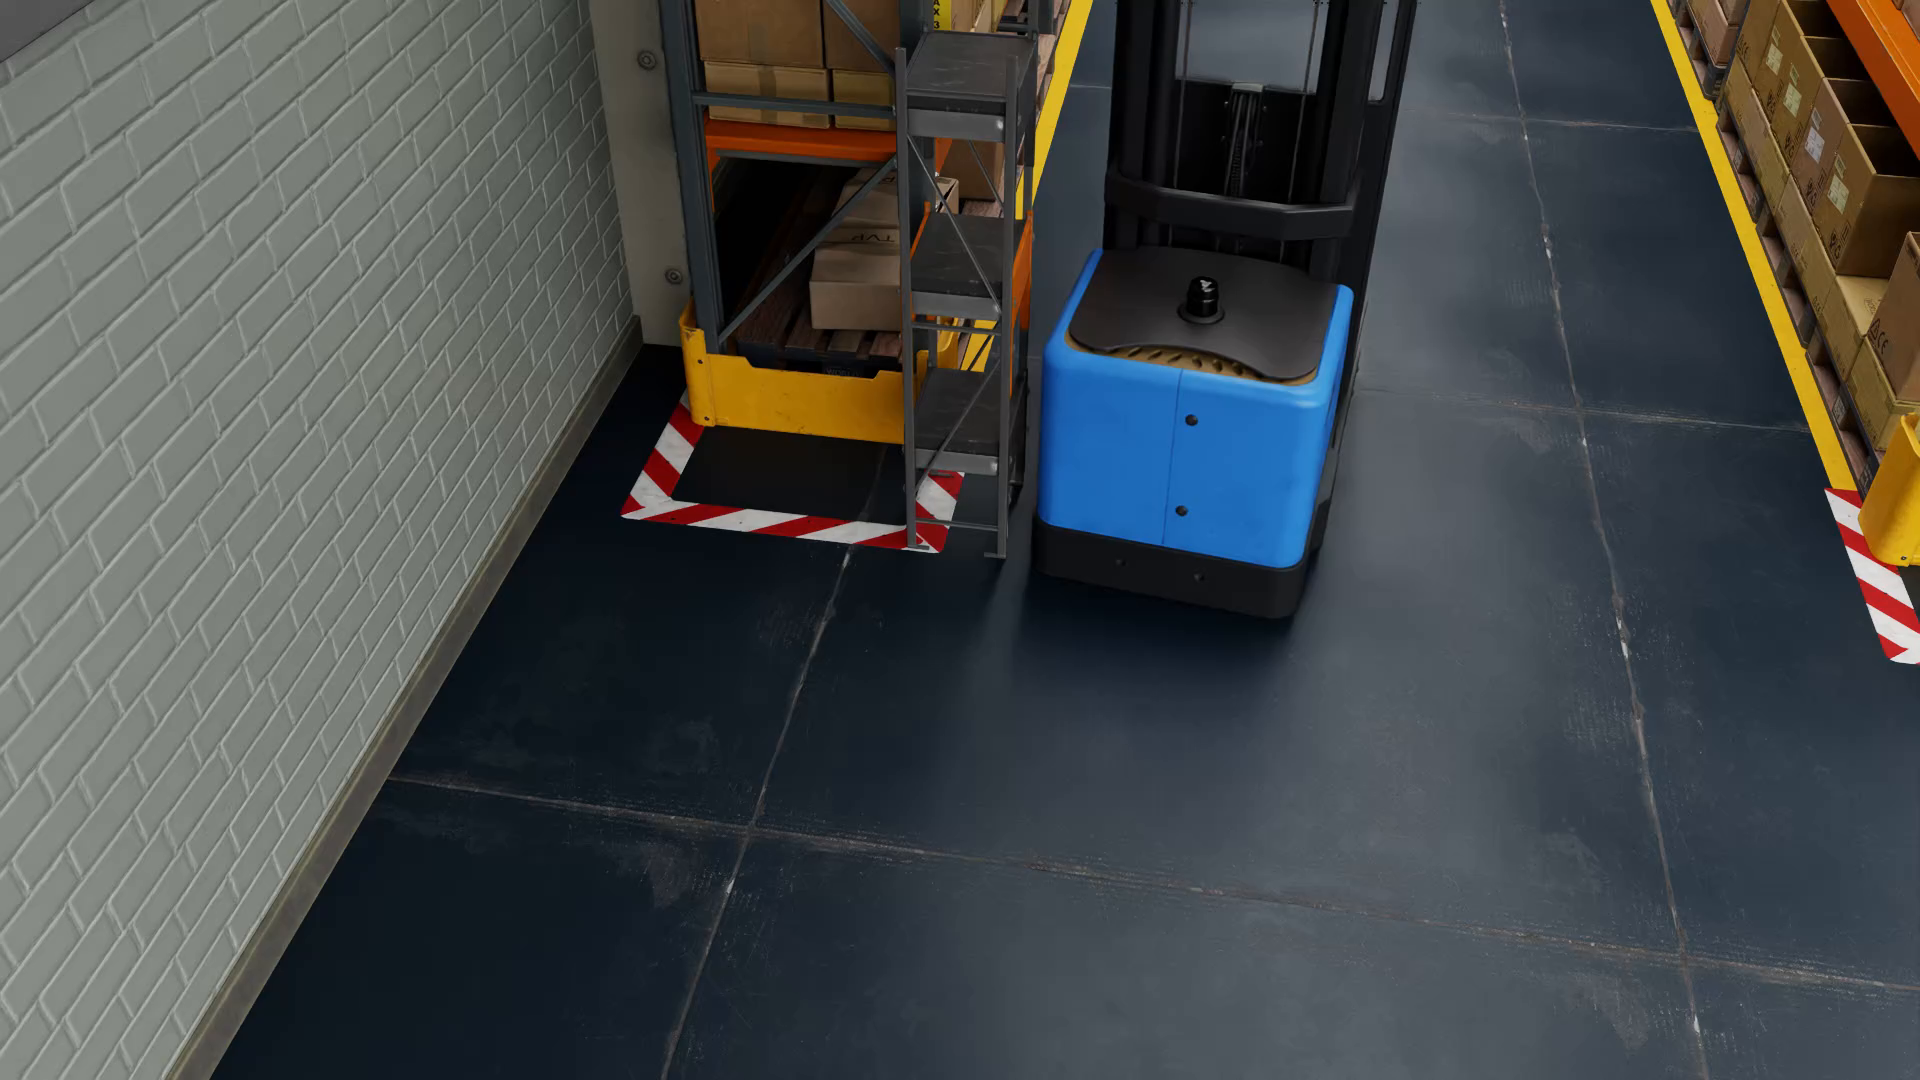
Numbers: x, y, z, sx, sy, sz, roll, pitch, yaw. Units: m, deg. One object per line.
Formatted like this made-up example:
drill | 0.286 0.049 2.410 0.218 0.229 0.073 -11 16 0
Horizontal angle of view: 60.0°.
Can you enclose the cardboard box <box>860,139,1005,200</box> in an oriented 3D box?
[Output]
cardboard box | -0.135 -2.111 8.565 0.700 0.500 0.500 4 40 5

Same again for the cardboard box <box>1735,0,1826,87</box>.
cardboard box | 4.565 -2.769 8.985 0.500 0.500 0.500 6 40 8

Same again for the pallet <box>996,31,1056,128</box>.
pallet | -0.007 -2.678 9.823 1.003 0.211 1.213 6 40 8

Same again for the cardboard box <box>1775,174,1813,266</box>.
cardboard box | 4.311 -1.538 8.084 0.500 0.250 0.500 6 40 8

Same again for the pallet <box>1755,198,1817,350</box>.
pallet | 4.566 -1.297 8.153 1.003 0.211 1.213 6 40 8

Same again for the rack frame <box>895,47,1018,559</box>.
rack frame | -0.013 -0.760 6.021 0.400 2.100 0.015 6 40 8

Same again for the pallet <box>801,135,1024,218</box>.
pallet | -0.216 -1.910 8.894 1.003 0.211 1.213 6 40 8

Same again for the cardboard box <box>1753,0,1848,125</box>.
cardboard box | 4.486 -2.454 8.604 0.500 0.500 0.500 6 40 8

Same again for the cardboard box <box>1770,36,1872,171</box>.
cardboard box | 4.392 -2.141 8.225 0.500 0.500 0.500 6 40 8

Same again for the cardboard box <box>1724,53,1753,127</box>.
cardboard box | 4.575 -2.479 9.222 0.500 0.250 0.500 6 40 8

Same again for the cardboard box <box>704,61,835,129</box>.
cardboard box | -0.728 -1.932 6.835 0.500 0.250 0.500 7 40 8

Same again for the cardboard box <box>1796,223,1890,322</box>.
cardboard box | 4.223 -1.224 7.705 0.500 0.250 0.500 6 40 8

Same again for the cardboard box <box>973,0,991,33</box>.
cardboard box | -0.145 -2.216 7.178 0.500 0.250 0.500 5 40 6

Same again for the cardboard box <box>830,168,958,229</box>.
cardboard box | -0.311 -1.583 8.075 0.500 0.311 0.500 10 41 11

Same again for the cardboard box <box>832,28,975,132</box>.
cardboard box | -0.221 -1.889 6.782 0.500 0.250 0.500 5 40 6

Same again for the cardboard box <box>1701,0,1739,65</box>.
cardboard box | 4.740 -3.028 9.887 0.500 0.250 0.500 6 40 7

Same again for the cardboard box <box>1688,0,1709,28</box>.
cardboard box | 4.829 -3.346 10.271 0.500 0.250 0.500 6 40 7

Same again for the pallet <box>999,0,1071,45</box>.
pallet | 0.207 -3.592 10.929 1.003 0.211 1.213 6 40 8

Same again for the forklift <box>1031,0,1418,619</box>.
forklift | 1.196 -1.780 6.602 1.130 2.935 3.031 11 41 13

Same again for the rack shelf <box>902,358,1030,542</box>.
rack shelf | 0.029 -0.363 6.661 0.431 0.518 0.480 6 40 8

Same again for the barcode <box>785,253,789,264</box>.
barcode | -0.801 -1.284 7.707 0.001 0.075 0.075 6 40 8

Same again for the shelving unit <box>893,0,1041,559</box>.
shelving unit | 0.029 -0.913 6.206 0.431 2.100 0.503 6 40 8

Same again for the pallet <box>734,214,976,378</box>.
pallet | -0.430 -1.147 7.971 1.003 0.211 1.213 6 40 8

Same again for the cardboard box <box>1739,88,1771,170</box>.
cardboard box | 4.483 -2.165 8.843 0.500 0.250 0.500 6 40 8

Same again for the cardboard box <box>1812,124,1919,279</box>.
cardboard box | 4.220 -1.513 7.466 0.500 0.500 0.500 6 40 8

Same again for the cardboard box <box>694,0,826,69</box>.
cardboard box | -0.746 -2.226 6.602 0.500 0.500 0.500 6 40 7

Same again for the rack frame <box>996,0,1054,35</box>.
rack frame | 0.074 -4.178 9.449 1.000 3.000 0.127 6 40 8

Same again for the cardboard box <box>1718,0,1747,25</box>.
cardboard box | 4.741 -3.238 9.701 0.500 0.311 0.500 6 40 8

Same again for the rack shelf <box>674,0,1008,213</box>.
rack shelf | -0.272 -2.646 8.160 1.077 0.370 4.000 6 40 8

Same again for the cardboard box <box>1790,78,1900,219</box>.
cardboard box | 4.307 -1.827 7.846 0.500 0.500 0.500 6 40 8

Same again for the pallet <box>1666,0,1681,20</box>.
pallet | 5.251 -3.794 11.173 1.003 0.211 1.213 6 40 8

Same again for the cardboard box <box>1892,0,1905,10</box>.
cardboard box | 4.707 -2.747 7.640 0.700 0.500 0.500 7 40 8

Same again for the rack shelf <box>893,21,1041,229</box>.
rack shelf | 0.029 -1.442 5.769 0.431 0.518 0.480 6 40 8

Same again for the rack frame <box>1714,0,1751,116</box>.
rack frame | 4.954 -3.634 8.791 1.000 3.000 0.127 6 40 8

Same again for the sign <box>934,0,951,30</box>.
sign | -0.084 -1.942 6.065 0.100 0.325 0.005 6 40 8

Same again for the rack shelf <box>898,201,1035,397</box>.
rack shelf | 0.029 -0.903 6.215 0.431 0.518 0.480 6 40 8

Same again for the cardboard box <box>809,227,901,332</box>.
cardboard box | -0.410 -1.225 7.643 0.500 0.311 0.500 2 40 3

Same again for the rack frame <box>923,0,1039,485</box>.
rack frame | 0.071 -1.066 6.392 0.400 2.100 0.015 6 40 8

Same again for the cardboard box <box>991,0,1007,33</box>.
cardboard box | -0.051 -2.535 7.564 0.500 0.250 0.500 6 40 7

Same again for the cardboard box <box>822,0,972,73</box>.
cardboard box | -0.240 -2.173 6.538 0.500 0.500 0.500 6 40 8

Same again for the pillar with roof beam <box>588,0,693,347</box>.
pillar with roof beam | 2.891 -4.040 4.574 9.100 9.000 0.400 6 40 8

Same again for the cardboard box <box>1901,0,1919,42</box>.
cardboard box | 4.620 -2.426 7.251 0.700 0.500 0.500 8 40 9

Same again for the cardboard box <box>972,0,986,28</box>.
cardboard box | -0.144 -2.482 6.912 0.500 0.500 0.500 7 40 8

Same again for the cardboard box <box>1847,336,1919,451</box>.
cardboard box | 4.063 -0.595 6.944 0.500 0.250 0.500 6 40 8

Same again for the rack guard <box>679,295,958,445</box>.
rack guard | -0.605 -0.752 7.267 1.175 0.500 0.348 6 40 8

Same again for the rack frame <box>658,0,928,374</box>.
rack frame | -0.618 -1.668 6.413 1.000 3.000 0.127 6 40 8

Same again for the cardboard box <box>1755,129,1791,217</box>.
cardboard box | 4.392 -1.852 8.464 0.500 0.250 0.500 6 40 8

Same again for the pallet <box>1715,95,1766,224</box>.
pallet | 4.775 -2.065 9.082 1.003 0.211 1.213 6 40 8

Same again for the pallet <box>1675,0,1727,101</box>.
pallet | 5.043 -3.026 10.244 1.003 0.211 1.213 6 40 8

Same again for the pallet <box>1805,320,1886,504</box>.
pallet | 4.352 -0.534 7.230 1.003 0.211 1.213 6 40 8

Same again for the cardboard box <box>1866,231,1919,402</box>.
cardboard box | 4.061 -0.884 6.705 0.500 0.500 0.500 6 40 8

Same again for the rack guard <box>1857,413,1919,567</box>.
rack guard | 4.257 -0.145 6.533 1.175 0.500 0.348 6 40 8

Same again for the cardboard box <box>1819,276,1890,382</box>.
cardboard box | 4.138 -0.910 7.325 0.500 0.250 0.500 6 40 8
